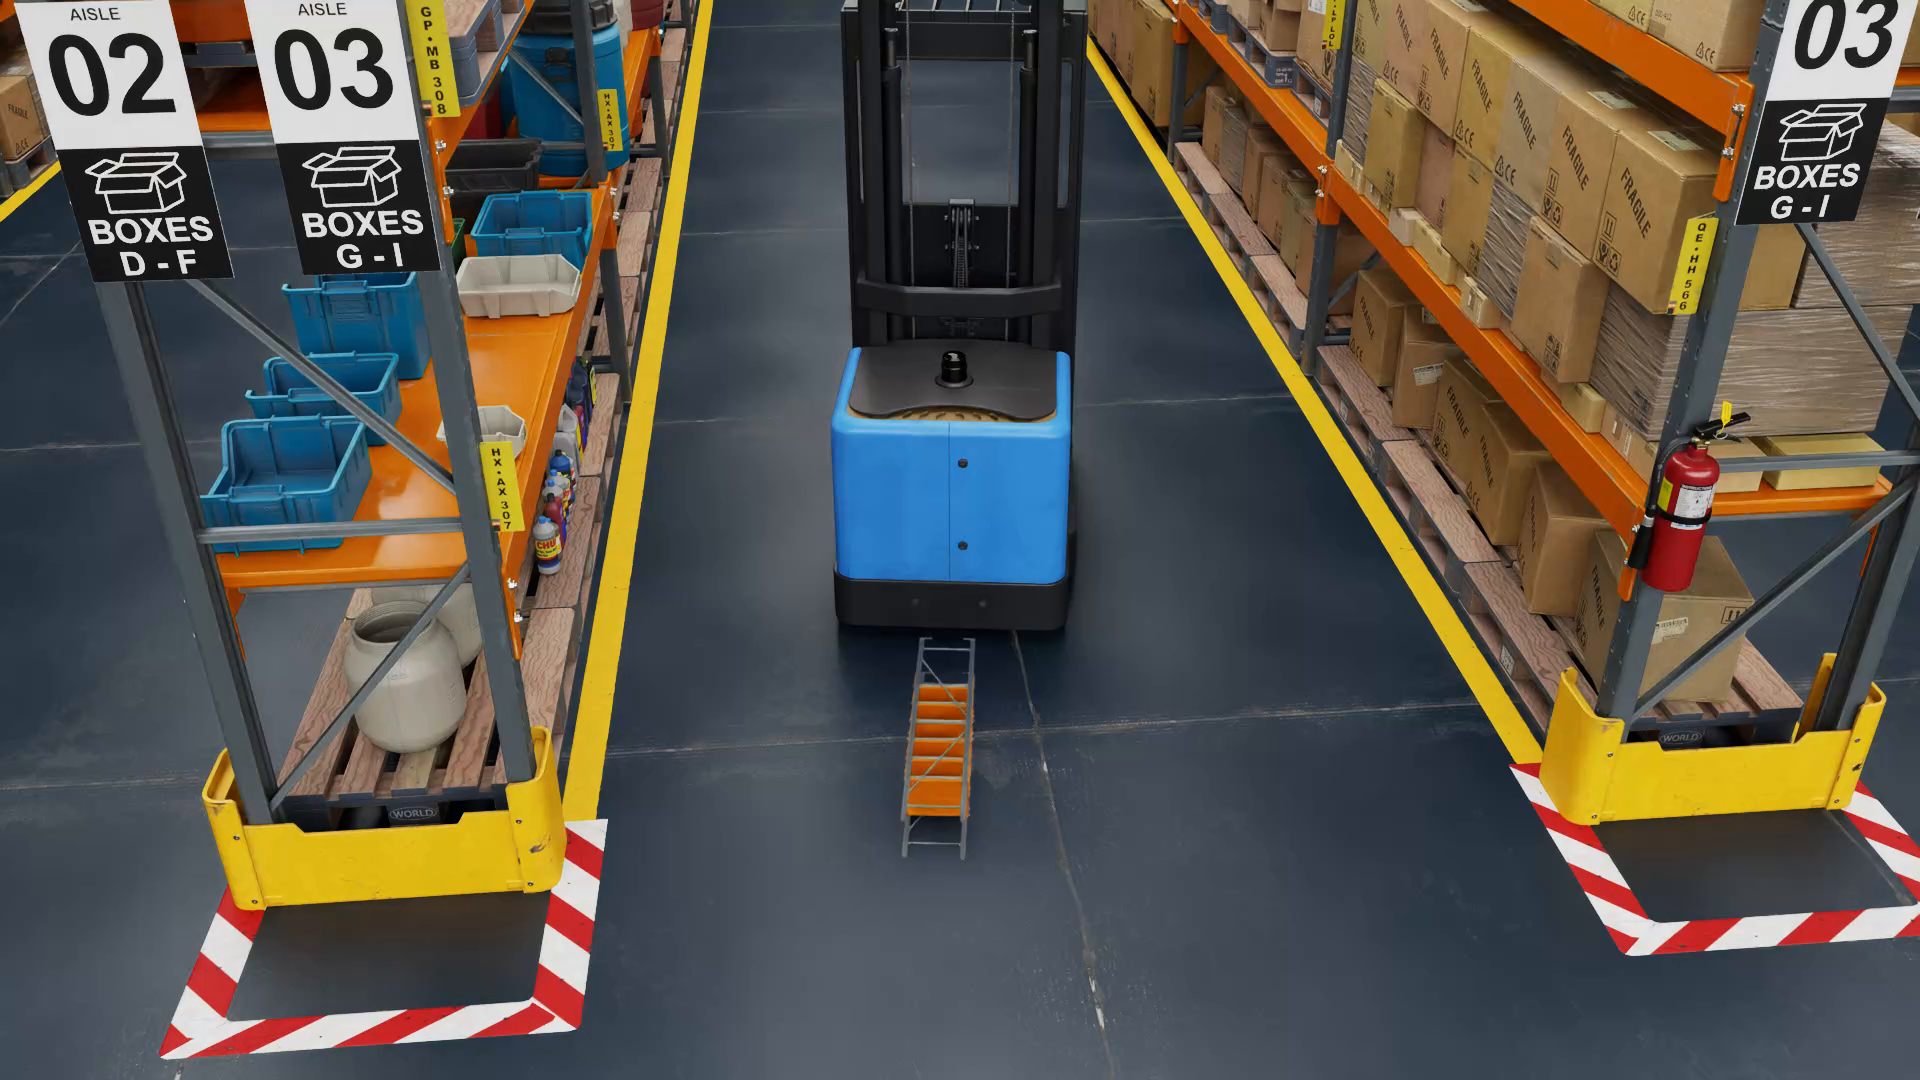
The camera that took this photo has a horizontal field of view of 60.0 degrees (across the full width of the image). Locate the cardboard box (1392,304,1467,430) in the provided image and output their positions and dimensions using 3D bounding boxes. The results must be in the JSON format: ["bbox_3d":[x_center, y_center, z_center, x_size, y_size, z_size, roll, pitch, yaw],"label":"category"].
[{"bbox_3d":[2.599,-0.914,8.884,0.500,0.500,0.500,7,32,11],"label":"cardboard box"}]

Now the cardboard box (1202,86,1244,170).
[{"bbox_3d":[2.250,-3.122,12.561,0.700,0.500,0.500,-4,31,-7],"label":"cardboard box"}]

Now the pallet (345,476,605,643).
[{"bbox_3d":[-2.252,0.098,7.880,1.003,0.211,1.213,-3,31,-5],"label":"pallet"}]

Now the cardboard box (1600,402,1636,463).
[{"bbox_3d":[2.660,-0.419,6.271,0.380,0.149,0.250,-3,31,-5],"label":"cardboard box"}]

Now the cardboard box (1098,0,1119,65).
[{"bbox_3d":[1.957,-4.876,15.151,1.225,0.875,0.875,-4,31,-6],"label":"cardboard box"}]

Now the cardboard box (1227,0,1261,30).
[{"bbox_3d":[2.095,-3.597,11.083,0.500,0.250,0.500,-4,31,-6],"label":"cardboard box"}]

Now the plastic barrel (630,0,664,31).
[{"bbox_3d":[-2.419,-3.946,11.799,0.600,0.536,0.708,-3,31,-5],"label":"plastic barrel"}]

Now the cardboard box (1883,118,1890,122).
[{"bbox_3d":[3.095,-1.413,6.327,0.500,0.500,0.500,-3,31,-5],"label":"cardboard box"}]

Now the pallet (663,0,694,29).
[{"bbox_3d":[-3.245,-5.329,16.966,1.003,0.211,1.213,-3,31,-5],"label":"pallet"}]

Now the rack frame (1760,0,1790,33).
[{"bbox_3d":[2.915,-2.839,4.227,1.000,3.000,0.127,-3,31,-5],"label":"rack frame"}]

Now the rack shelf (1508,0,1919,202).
[{"bbox_3d":[2.728,-2.263,6.890,1.077,0.370,4.000,-3,31,-5],"label":"rack shelf"}]

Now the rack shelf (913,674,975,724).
[{"bbox_3d":[-0.066,0.664,6.949,0.258,0.180,0.103,1,31,2],"label":"rack shelf"}]

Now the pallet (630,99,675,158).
[{"bbox_3d":[-2.879,-3.314,13.592,1.003,0.211,1.213,-3,31,-5],"label":"pallet"}]

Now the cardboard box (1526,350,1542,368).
[{"bbox_3d":[2.595,-0.802,6.912,0.380,0.149,0.250,-3,31,-5],"label":"cardboard box"}]

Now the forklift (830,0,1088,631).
[{"bbox_3d":[0.033,-1.577,8.033,1.130,2.935,3.031,2,31,3],"label":"forklift"}]

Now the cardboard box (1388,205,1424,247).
[{"bbox_3d":[2.338,-1.562,8.185,0.380,0.149,0.250,-3,31,-5],"label":"cardboard box"}]

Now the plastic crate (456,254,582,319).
[{"bbox_3d":[-1.987,-1.138,7.487,0.530,0.136,0.437,-3,31,-5],"label":"plastic crate"}]

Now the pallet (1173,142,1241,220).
[{"bbox_3d":[2.239,-2.751,12.651,1.003,0.211,1.213,-3,31,-5],"label":"pallet"}]

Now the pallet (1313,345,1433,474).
[{"bbox_3d":[2.639,-0.767,9.328,1.003,0.211,1.213,-3,31,-5],"label":"pallet"}]

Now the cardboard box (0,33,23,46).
[{"bbox_3d":[-8.121,-3.989,14.011,0.500,0.500,0.500,-4,31,-6],"label":"cardboard box"}]

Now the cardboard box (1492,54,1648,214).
[{"bbox_3d":[2.520,-1.642,6.712,0.500,0.500,0.500,-3,31,-5],"label":"cardboard box"}]

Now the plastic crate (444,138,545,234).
[{"bbox_3d":[-2.468,-1.768,8.346,0.767,0.338,0.504,-3,31,-5],"label":"plastic crate"}]

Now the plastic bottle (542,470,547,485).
[{"bbox_3d":[-2.090,-0.424,8.255,0.061,0.283,0.133,-3,31,-5],"label":"plastic bottle"}]

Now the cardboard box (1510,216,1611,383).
[{"bbox_3d":[2.724,-0.966,6.554,0.875,0.500,0.500,-3,31,-5],"label":"cardboard box"}]

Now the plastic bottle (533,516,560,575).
[{"bbox_3d":[-1.876,0.016,7.530,0.097,0.271,0.097,0,31,0],"label":"plastic bottle"}]

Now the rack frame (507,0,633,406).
[{"bbox_3d":[-2.390,-2.068,8.787,1.000,3.000,0.127,-3,31,-5],"label":"rack frame"}]

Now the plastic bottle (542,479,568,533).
[{"bbox_3d":[-1.908,-0.159,7.823,0.097,0.271,0.097,0,31,0],"label":"plastic bottle"}]

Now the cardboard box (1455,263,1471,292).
[{"bbox_3d":[2.483,-1.183,7.550,0.380,0.149,0.250,-3,31,-5],"label":"cardboard box"}]

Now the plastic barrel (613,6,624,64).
[{"bbox_3d":[-2.370,-3.221,10.585,0.433,0.535,0.433,0,31,0],"label":"plastic barrel"}]

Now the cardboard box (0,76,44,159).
[{"bbox_3d":[-7.454,-3.237,12.752,0.500,0.500,0.500,-1,31,-2],"label":"cardboard box"}]

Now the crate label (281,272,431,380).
[{"bbox_3d":[-2.458,-0.968,6.911,0.502,0.435,0.616,-3,31,-5],"label":"crate label"}]

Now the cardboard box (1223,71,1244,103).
[{"bbox_3d":[2.260,-3.445,12.369,0.500,0.250,0.500,-2,31,-3],"label":"cardboard box"}]

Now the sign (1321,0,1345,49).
[{"bbox_3d":[1.989,-2.774,8.840,0.100,0.325,0.005,-3,31,-5],"label":"sign"}]

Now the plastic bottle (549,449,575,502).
[{"bbox_3d":[-1.936,-0.314,8.081,0.097,0.271,0.097,0,31,0],"label":"plastic bottle"}]

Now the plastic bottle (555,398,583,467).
[{"bbox_3d":[-1.995,-0.542,8.386,0.144,0.351,0.185,-3,31,-5],"label":"plastic bottle"}]

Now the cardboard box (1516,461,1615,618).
[{"bbox_3d":[2.783,0.006,7.342,0.500,0.500,0.500,5,31,8],"label":"cardboard box"}]

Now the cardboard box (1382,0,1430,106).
[{"bbox_3d":[2.378,-2.408,7.994,0.500,0.500,0.500,-3,31,-5],"label":"cardboard box"}]

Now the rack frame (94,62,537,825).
[{"bbox_3d":[-2.017,-0.026,5.368,1.000,3.000,0.127,-3,31,-5],"label":"rack frame"}]

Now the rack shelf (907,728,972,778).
[{"bbox_3d":[-0.080,0.849,6.640,0.258,0.180,0.103,1,31,2],"label":"rack shelf"}]

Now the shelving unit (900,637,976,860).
[{"bbox_3d":[-0.077,0.810,6.705,0.258,0.189,1.200,1,31,2],"label":"shelving unit"}]

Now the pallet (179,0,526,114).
[{"bbox_3d":[-1.997,-1.660,5.362,1.003,0.211,1.213,-3,31,-5],"label":"pallet"}]

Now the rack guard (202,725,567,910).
[{"bbox_3d":[-2.071,1.011,6.070,1.175,0.500,0.348,-3,31,-5],"label":"rack guard"}]

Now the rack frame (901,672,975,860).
[{"bbox_3d":[-0.077,0.889,6.752,0.240,0.006,1.200,1,31,2],"label":"rack frame"}]

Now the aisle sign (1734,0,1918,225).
[{"bbox_3d":[2.622,-1.333,5.022,0.394,0.787,0.004,-3,31,-5],"label":"aisle sign"}]

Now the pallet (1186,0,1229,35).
[{"bbox_3d":[2.340,-3.907,12.052,1.213,0.211,1.003,-3,31,-5],"label":"pallet"}]

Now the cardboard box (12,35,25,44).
[{"bbox_3d":[-7.605,-4.026,14.074,0.500,0.500,0.500,-4,31,-6],"label":"cardboard box"}]

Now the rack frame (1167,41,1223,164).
[{"bbox_3d":[2.167,-4.348,12.604,1.000,3.000,0.127,-3,31,-5],"label":"rack frame"}]

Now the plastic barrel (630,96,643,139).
[{"bbox_3d":[-2.827,-3.608,13.072,0.600,0.830,0.708,-3,31,-5],"label":"plastic barrel"}]

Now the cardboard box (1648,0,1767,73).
[{"bbox_3d":[2.617,-1.721,5.427,0.500,0.250,0.500,-2,31,-3],"label":"cardboard box"}]

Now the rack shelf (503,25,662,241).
[{"bbox_3d":[-2.577,-2.780,10.681,1.077,0.370,4.000,-3,31,-5],"label":"rack shelf"}]

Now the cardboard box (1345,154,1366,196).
[{"bbox_3d":[2.272,-1.945,8.826,0.380,0.149,0.250,-3,31,-5],"label":"cardboard box"}]

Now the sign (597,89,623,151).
[{"bbox_3d":[-1.842,-2.208,8.751,0.100,0.325,0.005,-3,31,-5],"label":"sign"}]

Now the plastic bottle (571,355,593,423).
[{"bbox_3d":[-2.043,-0.805,8.826,0.144,0.351,0.185,-4,31,-6],"label":"plastic bottle"}]

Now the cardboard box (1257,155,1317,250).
[{"bbox_3d":[2.426,-2.266,11.127,0.700,0.500,0.500,-5,31,-9],"label":"cardboard box"}]

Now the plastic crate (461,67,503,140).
[{"bbox_3d":[-2.740,-2.328,9.160,0.402,0.464,0.583,-3,31,-5],"label":"plastic crate"}]

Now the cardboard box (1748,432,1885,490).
[{"bbox_3d":[3.125,-0.312,6.093,0.380,0.149,0.250,-3,31,-5],"label":"cardboard box"}]

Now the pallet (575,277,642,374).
[{"bbox_3d":[-2.502,-1.270,10.170,1.003,0.211,1.213,-3,31,-5],"label":"pallet"}]

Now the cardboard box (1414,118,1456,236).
[{"bbox_3d":[2.680,-1.736,7.844,0.875,0.500,0.500,-3,31,-5],"label":"cardboard box"}]
